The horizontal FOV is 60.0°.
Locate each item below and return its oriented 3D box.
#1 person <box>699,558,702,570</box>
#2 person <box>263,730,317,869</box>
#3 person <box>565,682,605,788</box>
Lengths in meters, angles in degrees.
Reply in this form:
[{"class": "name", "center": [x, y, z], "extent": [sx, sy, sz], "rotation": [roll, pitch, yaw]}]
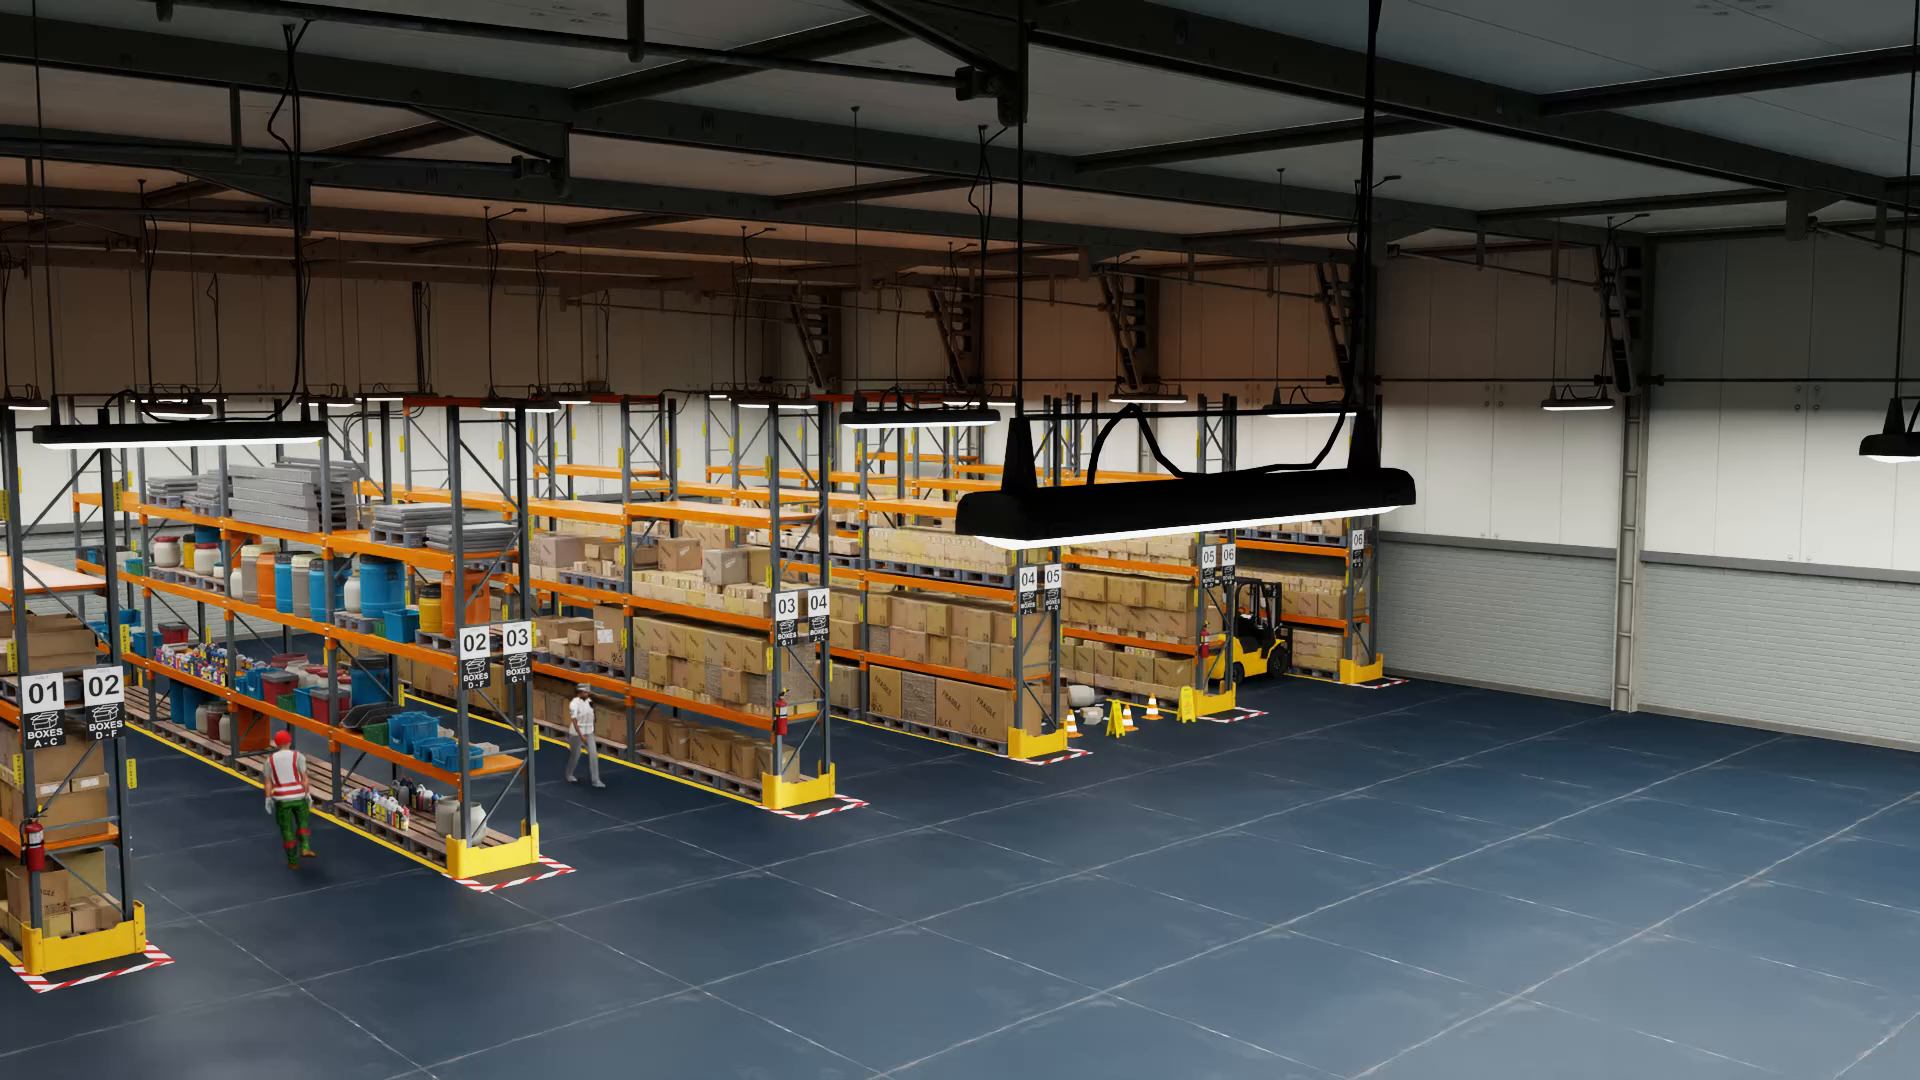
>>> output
[{"class": "person", "center": [-7.487, 0.880, 47.603], "extent": [0.588, 1.768, 0.463], "rotation": [2, 6, 21]}, {"class": "person", "center": [-8.687, 3.358, 21.547], "extent": [0.578, 1.780, 0.539], "rotation": [-3, 7, -32]}, {"class": "person", "center": [-5.838, 3.013, 25.887], "extent": [0.439, 1.610, 0.981], "rotation": [-5, 8, -44]}]
